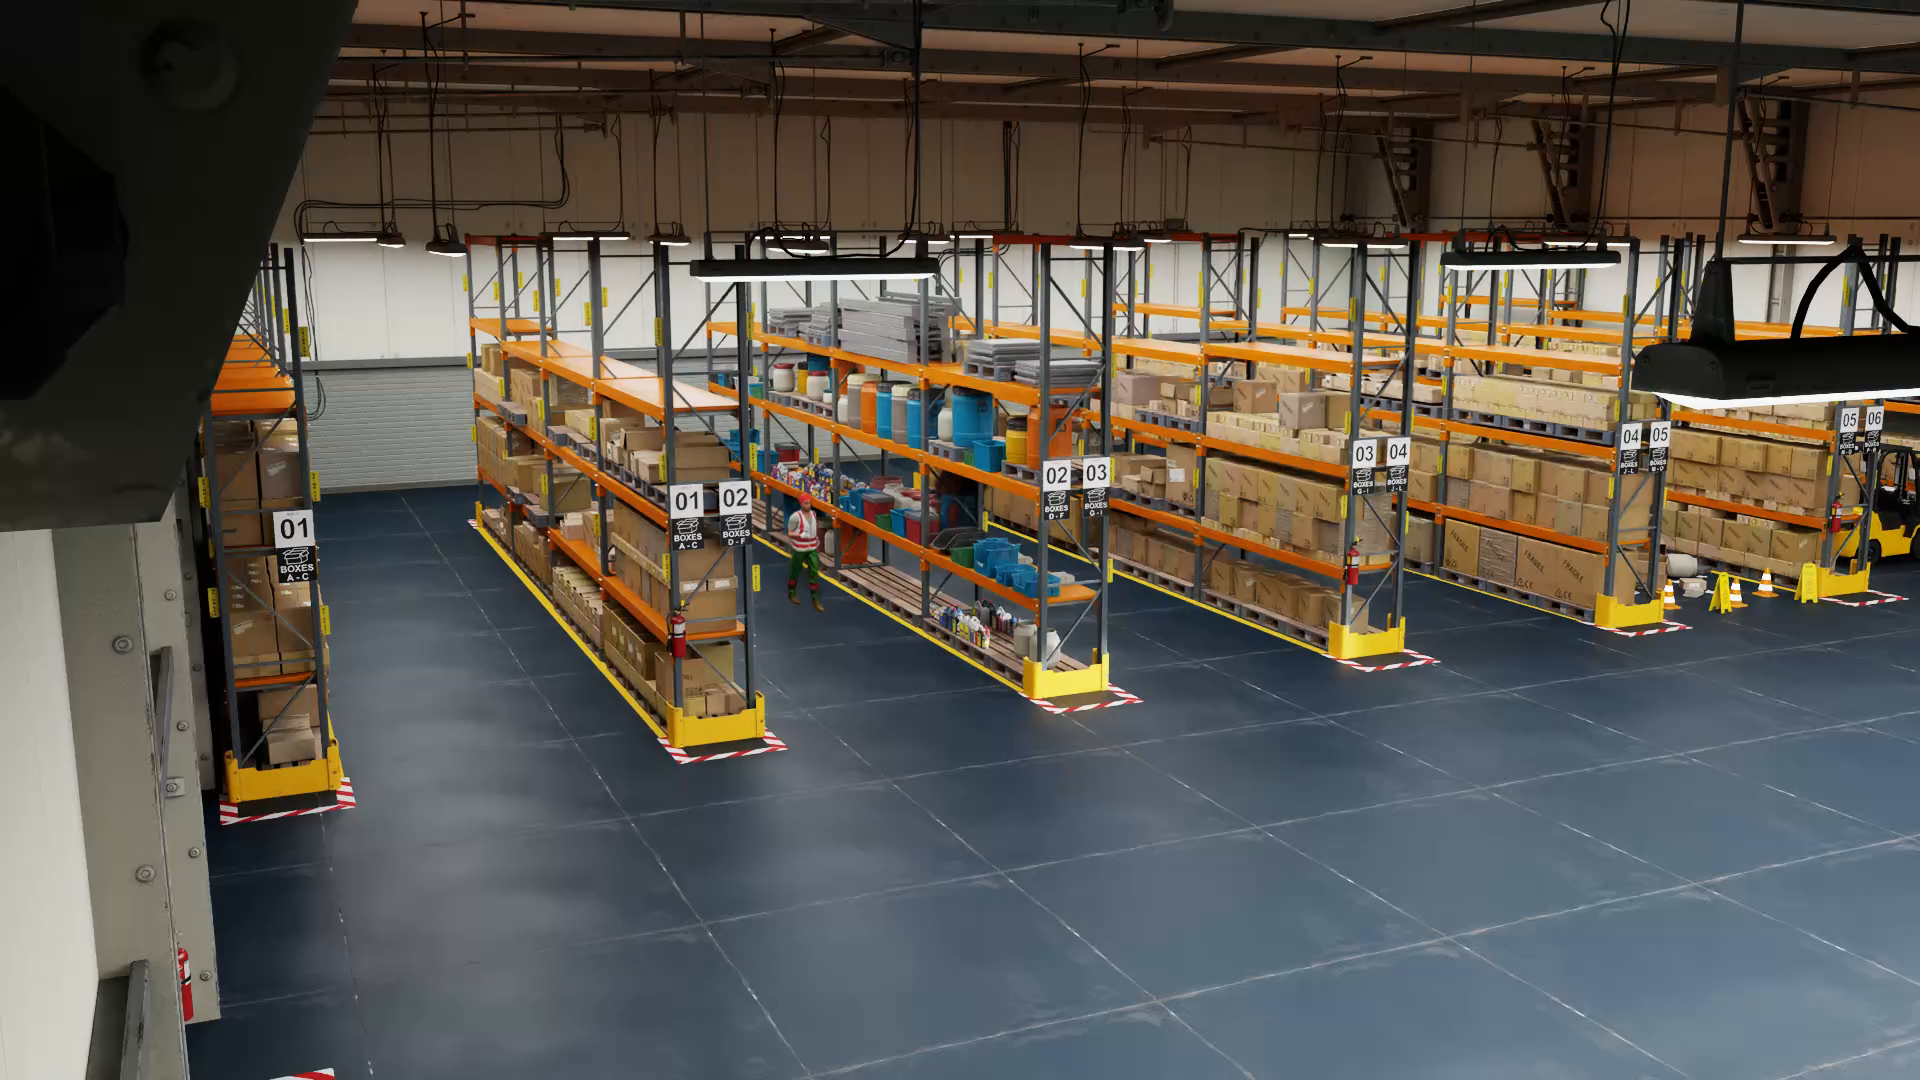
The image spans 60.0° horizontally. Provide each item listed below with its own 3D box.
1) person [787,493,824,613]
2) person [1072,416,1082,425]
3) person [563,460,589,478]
[{"bbox_3d":[-2.427,0.177,25.947,0.598,1.844,0.838,-7,13,-33],"label":"person"},{"bbox_3d":[2.709,-2.169,39.695,0.732,1.818,0.952,1,11,4],"label":"person"},{"bbox_3d":[-8.149,-1.318,35.697,0.671,1.686,0.605,6,13,30],"label":"person"}]
